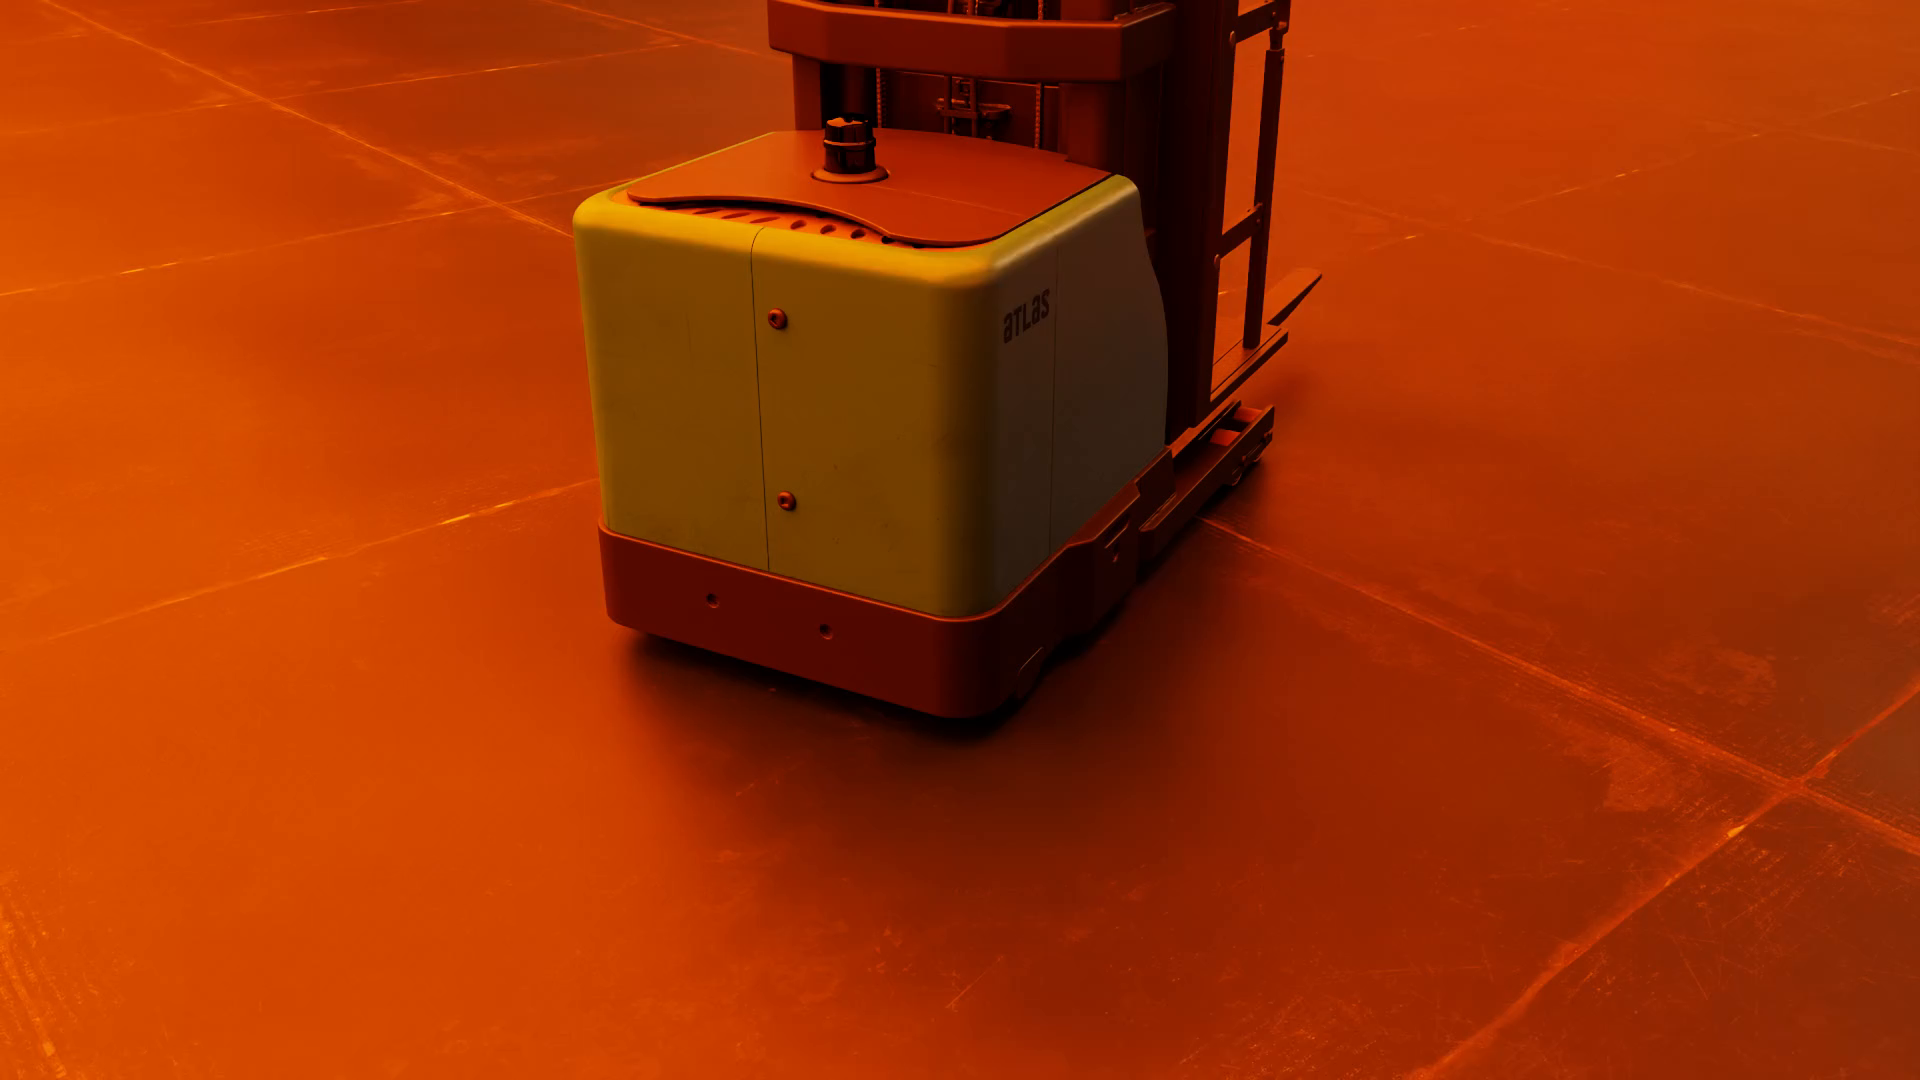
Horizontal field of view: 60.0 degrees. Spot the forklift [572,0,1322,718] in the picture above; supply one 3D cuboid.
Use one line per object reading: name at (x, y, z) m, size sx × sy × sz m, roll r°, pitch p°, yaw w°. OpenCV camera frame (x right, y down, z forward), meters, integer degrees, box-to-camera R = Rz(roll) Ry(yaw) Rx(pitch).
forklift at (0.285, -1.552, 4.331) m, size 1.130 × 2.935 × 3.031 m, roll 13°, pitch 29°, yaw 25°
